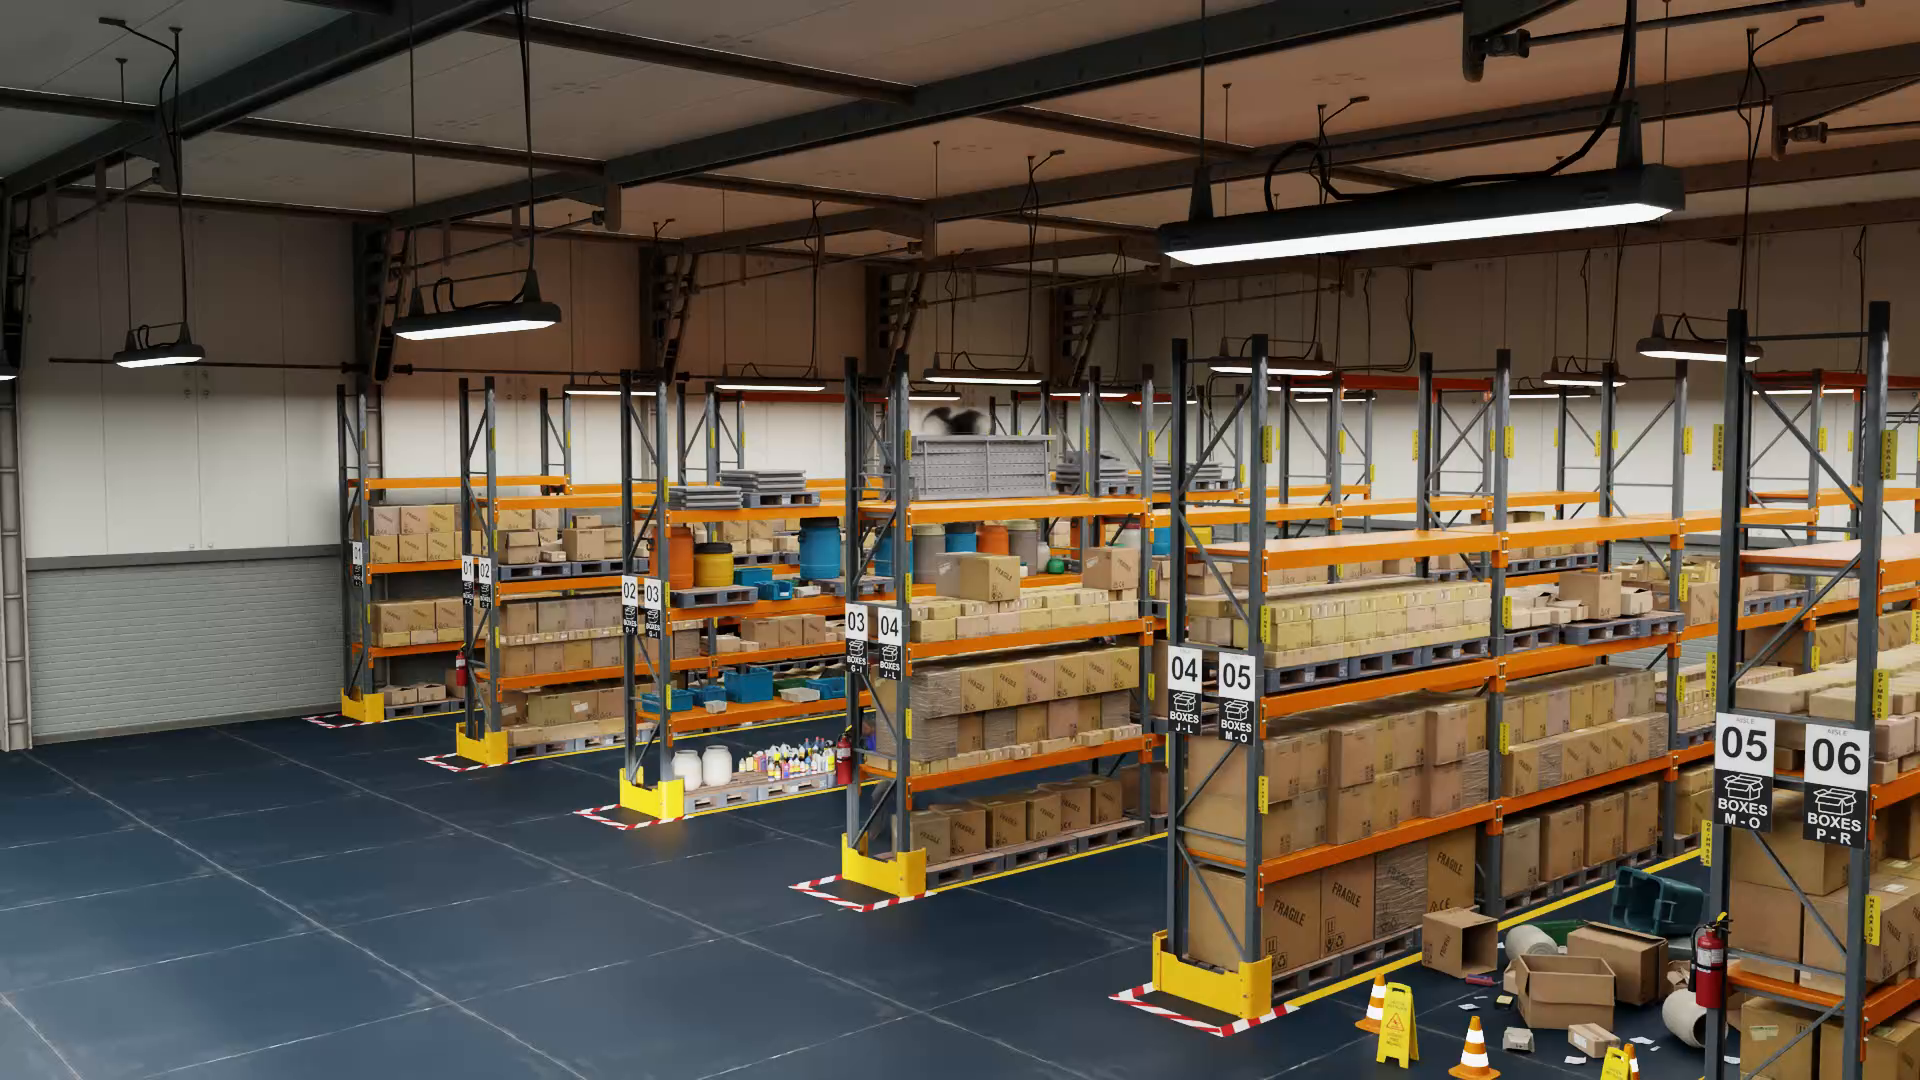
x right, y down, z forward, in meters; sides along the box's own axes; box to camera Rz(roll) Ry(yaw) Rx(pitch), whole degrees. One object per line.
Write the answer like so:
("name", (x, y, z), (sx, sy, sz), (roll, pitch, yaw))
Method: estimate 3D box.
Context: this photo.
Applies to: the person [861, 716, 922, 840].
("person", (-0.830, 3.018, 21.216), (0.954, 1.615, 0.617), (-3, 5, -34))
